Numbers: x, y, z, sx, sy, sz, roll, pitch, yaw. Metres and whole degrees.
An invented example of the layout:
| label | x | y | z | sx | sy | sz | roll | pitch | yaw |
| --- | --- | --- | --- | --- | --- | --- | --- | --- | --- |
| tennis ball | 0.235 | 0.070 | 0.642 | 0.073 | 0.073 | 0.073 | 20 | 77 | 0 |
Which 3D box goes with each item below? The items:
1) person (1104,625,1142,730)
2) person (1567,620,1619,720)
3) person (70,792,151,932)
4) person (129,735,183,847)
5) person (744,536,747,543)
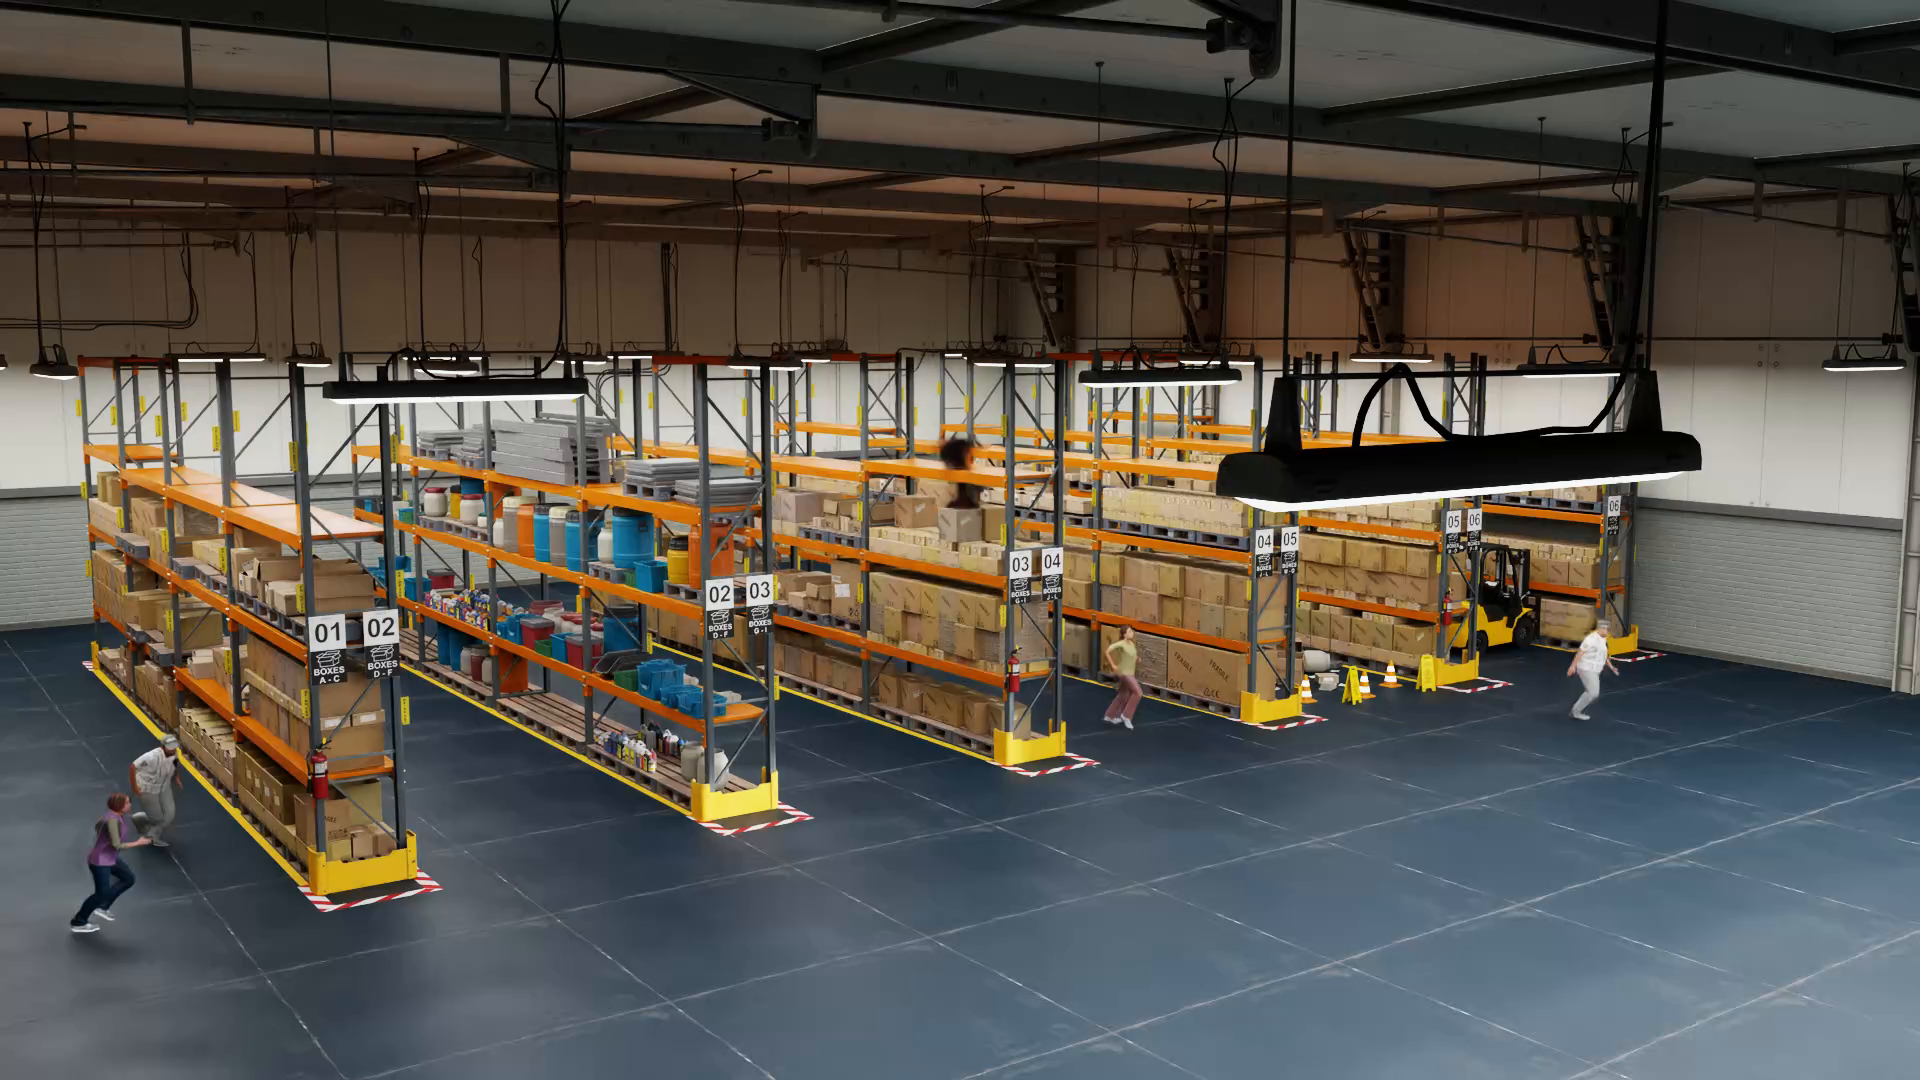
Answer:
| label | x | y | z | sx | sy | sz | roll | pitch | yaw |
| --- | --- | --- | --- | --- | --- | --- | --- | --- | --- |
| person | 2.697 | 2.223 | 27.175 | 0.678 | 1.679 | 0.557 | 3 | 8 | 26 |
| person | 10.473 | 2.157 | 27.512 | 0.675 | 1.686 | 0.677 | 6 | 9 | 40 |
| person | -9.108 | 3.435 | 17.824 | 0.831 | 1.503 | 0.552 | -2 | 7 | -19 |
| person | -10.002 | 3.118 | 20.641 | 0.903 | 1.481 | 0.627 | 4 | 8 | 27 |
| person | -5.080 | 0.710 | 39.456 | 0.683 | 1.723 | 0.924 | -3 | 8 | -26 |
